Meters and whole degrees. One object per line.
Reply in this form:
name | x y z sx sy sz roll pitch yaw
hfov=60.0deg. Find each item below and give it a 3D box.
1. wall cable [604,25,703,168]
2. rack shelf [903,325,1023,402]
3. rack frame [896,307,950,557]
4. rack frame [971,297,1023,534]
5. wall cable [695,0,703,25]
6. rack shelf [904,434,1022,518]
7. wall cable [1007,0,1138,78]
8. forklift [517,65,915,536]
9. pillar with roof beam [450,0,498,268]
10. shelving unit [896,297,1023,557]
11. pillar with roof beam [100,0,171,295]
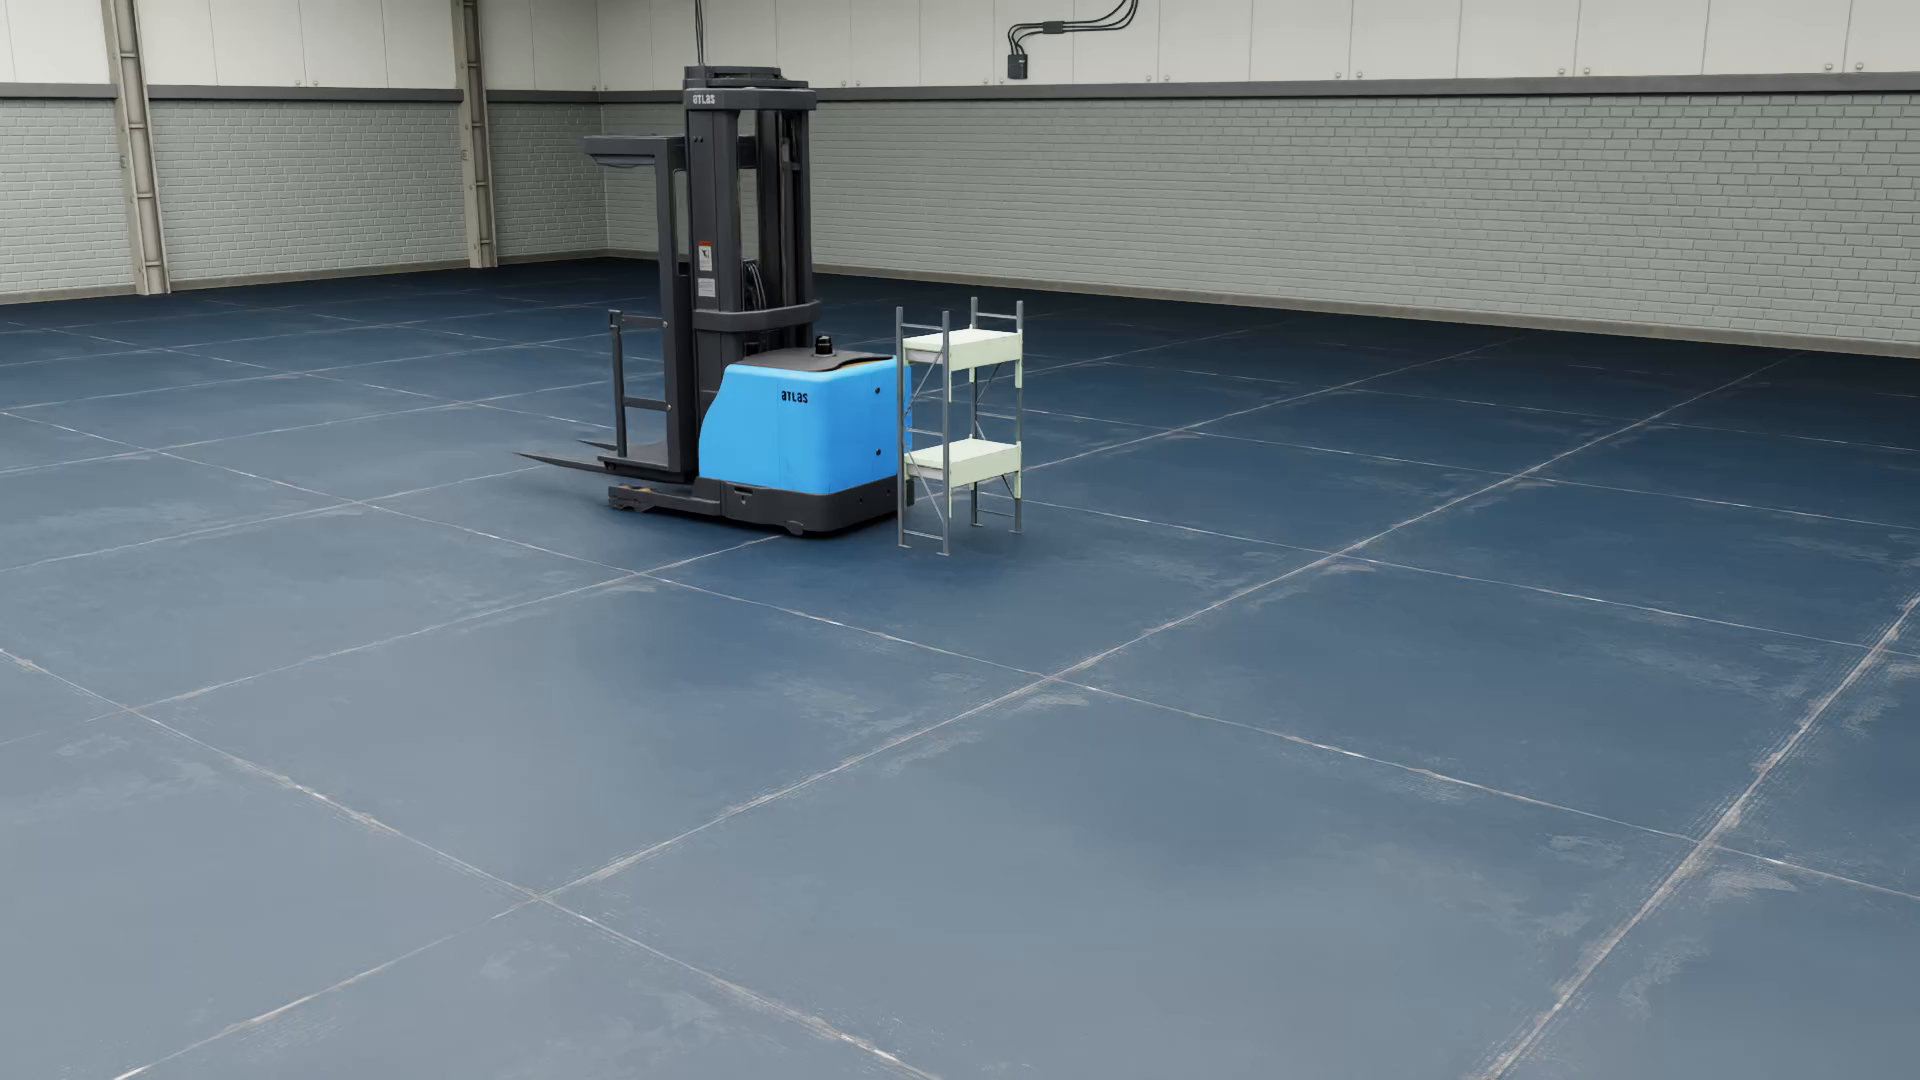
wall cable | -5.727 -8.150 30.735 3.097 2.526 0.112 11 18 38
rack shelf | 0.004 -1.106 10.347 0.431 0.370 0.720 11 18 38
rack frame | -0.226 -0.658 10.167 0.400 1.500 0.023 11 18 38
rack frame | 0.234 -0.798 10.719 0.400 1.500 0.023 11 18 38
wall cable | -3.623 -10.179 28.465 3.097 2.526 0.112 11 18 38
rack shelf | 0.004 -0.412 10.524 0.431 0.370 0.720 11 18 38
wall cable | 1.647 -9.831 24.139 2.305 6.003 0.169 11 18 38
forklift | -1.818 -1.706 11.385 3.031 2.935 1.130 9 17 33
pillar with roof beam | -5.258 -8.629 26.314 9.100 9.000 0.400 11 18 38
shelving unit | 0.004 -0.728 10.443 0.431 1.500 0.755 11 18 38
pillar with roof beam | -9.030 -7.480 21.791 9.100 9.000 0.400 11 18 38
